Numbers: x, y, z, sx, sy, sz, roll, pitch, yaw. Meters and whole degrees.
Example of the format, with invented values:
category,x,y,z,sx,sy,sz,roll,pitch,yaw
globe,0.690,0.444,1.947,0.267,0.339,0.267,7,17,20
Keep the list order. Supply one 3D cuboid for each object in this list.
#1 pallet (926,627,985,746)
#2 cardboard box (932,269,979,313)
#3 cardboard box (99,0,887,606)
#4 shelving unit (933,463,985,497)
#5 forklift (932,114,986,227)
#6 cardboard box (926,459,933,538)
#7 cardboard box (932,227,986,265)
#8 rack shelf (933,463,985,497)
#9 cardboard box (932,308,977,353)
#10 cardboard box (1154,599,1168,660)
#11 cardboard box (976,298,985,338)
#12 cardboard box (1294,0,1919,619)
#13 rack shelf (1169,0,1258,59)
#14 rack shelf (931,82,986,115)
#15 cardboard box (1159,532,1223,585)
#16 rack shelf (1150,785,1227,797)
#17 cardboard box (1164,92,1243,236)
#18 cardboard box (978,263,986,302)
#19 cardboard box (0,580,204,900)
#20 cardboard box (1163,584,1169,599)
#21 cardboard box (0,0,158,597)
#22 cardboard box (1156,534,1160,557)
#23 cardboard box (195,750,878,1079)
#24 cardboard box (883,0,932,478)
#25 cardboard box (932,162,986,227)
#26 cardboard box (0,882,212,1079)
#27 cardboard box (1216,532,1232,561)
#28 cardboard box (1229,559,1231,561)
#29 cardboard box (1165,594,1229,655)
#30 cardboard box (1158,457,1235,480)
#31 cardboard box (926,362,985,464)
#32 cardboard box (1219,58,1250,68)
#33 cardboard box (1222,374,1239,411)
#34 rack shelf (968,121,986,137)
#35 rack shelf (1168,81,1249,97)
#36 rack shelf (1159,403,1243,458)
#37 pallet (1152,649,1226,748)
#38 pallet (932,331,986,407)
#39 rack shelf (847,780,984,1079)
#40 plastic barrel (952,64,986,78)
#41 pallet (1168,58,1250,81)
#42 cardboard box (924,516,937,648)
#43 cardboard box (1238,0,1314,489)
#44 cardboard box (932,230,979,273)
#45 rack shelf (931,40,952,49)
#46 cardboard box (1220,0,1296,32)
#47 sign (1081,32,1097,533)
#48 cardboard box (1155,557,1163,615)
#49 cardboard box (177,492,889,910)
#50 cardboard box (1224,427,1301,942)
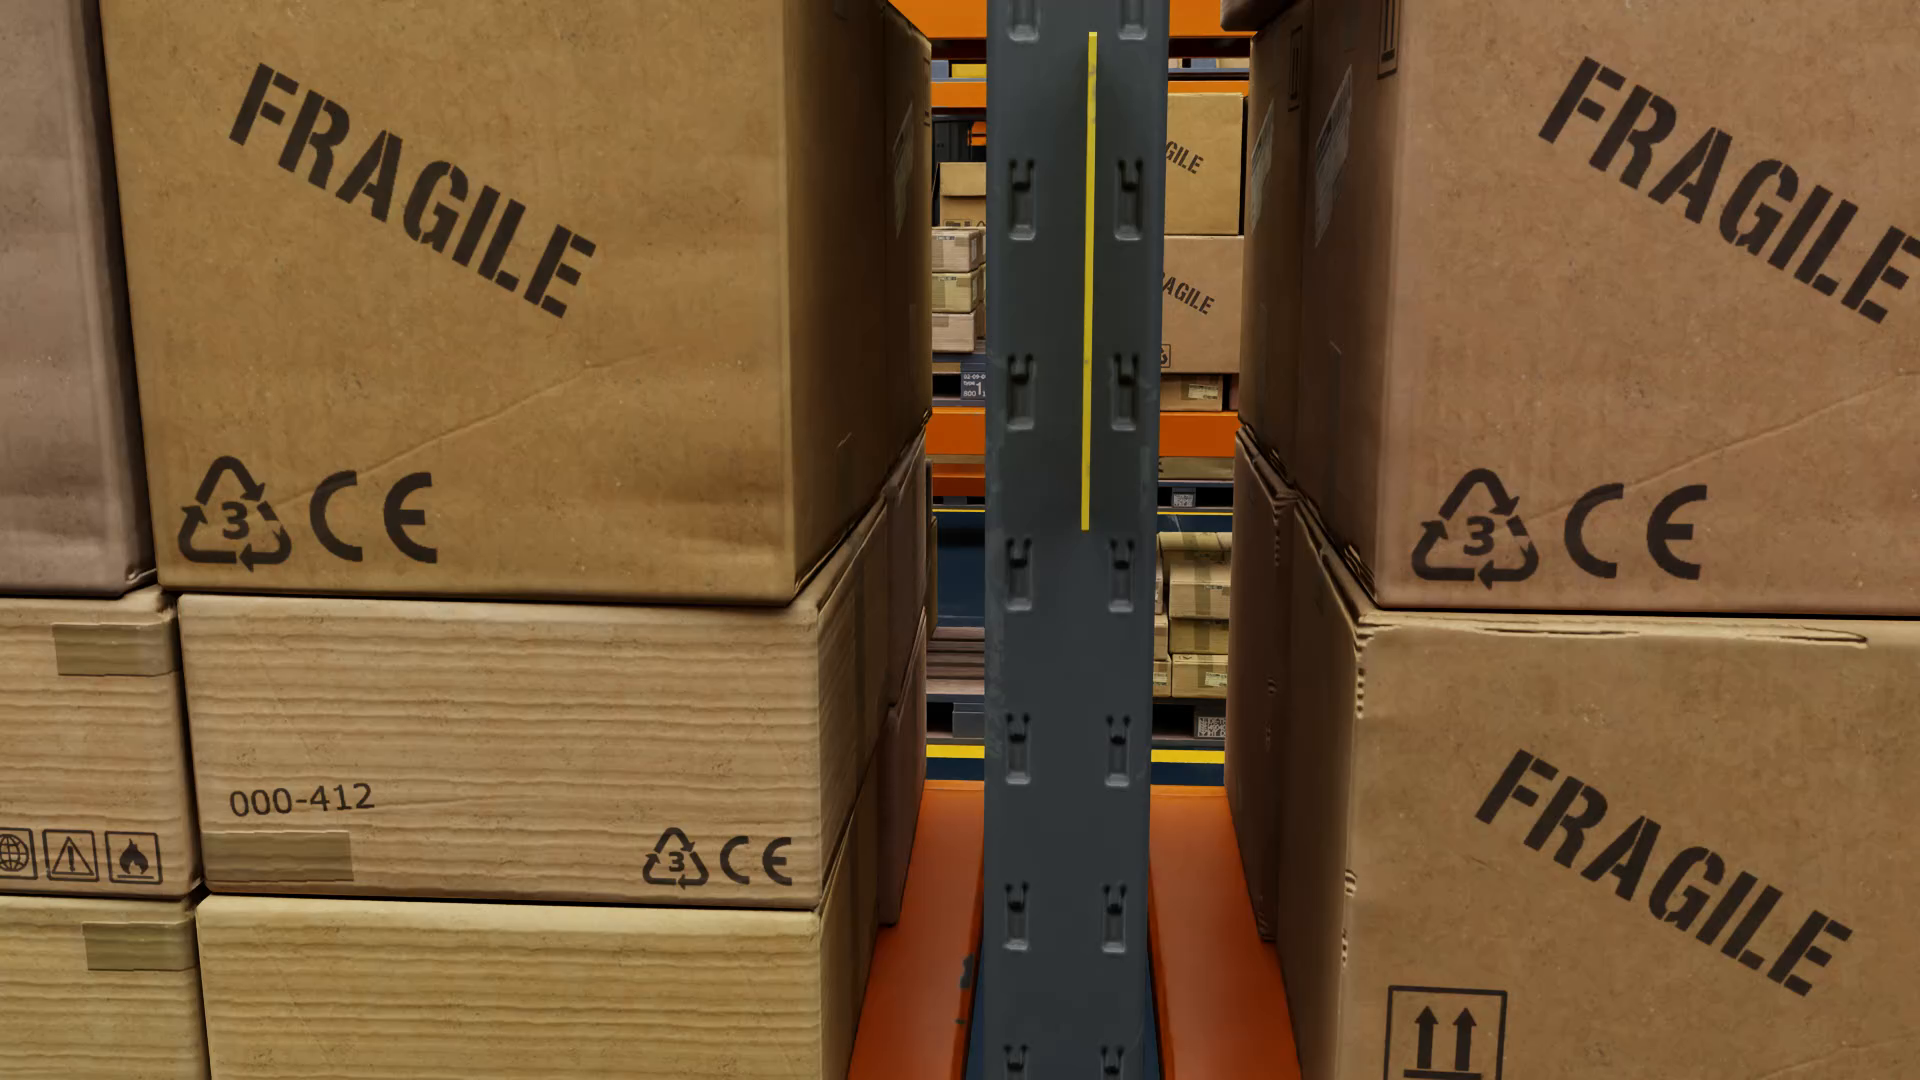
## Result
category,x,y,z,sx,sy,sz,roll,pitch,yaw
pallet,-0.433,0.585,6.954,1.213,0.211,1.003,1,12,4
cardboard box,-0.066,-0.963,6.405,0.250,0.149,0.380,1,12,5
cardboard box,-0.348,-0.250,1.450,0.500,0.500,0.500,1,12,6
shelving unit,0.007,-0.550,10.152,1.048,1.125,0.538,1,12,4
forklift,-0.149,-2.363,14.407,1.130,2.935,3.031,-10,15,-40
cardboard box,-0.375,-0.182,7.062,0.500,0.250,0.500,0,12,1
cardboard box,-0.018,-1.242,7.016,0.250,0.149,0.380,1,12,7
rack shelf,0.007,-0.311,10.203,1.000,0.278,0.538,1,12,4
cardboard box,-0.065,-0.817,6.435,0.250,0.149,0.380,1,12,2
cardboard box,0.685,0.345,6.502,0.250,0.149,0.380,1,12,6
cardboard box,-0.018,-0.951,7.077,0.250,0.149,0.380,0,12,1
cardboard box,0.573,-0.239,1.398,0.500,0.500,0.500,1,12,4
rack shelf,2.340,-1.858,6.255,4.000,0.370,1.077,1,12,4
rack shelf,-1.219,-2.925,11.354,4.000,0.370,1.077,1,12,4
cardboard box,0.974,0.077,7.060,0.250,0.149,0.380,1,12,4
rack shelf,2.110,0.623,1.721,4.000,0.370,1.077,1,12,4
cardboard box,0.778,-1.397,6.209,0.500,0.500,0.500,1,12,5
cardboard box,-0.018,-1.097,7.047,0.250,0.149,0.380,1,12,5
cardboard box,-0.841,0.110,1.560,0.500,0.250,0.500,1,12,5
cardboard box,0.951,0.216,7.122,0.250,0.149,0.380,0,12,1
cardboard box,-0.865,-0.255,1.477,0.500,0.500,0.500,1,12,5
cardboard box,0.717,0.081,7.038,0.250,0.149,0.380,1,12,5
cardboard box,-0.350,0.362,1.577,0.500,0.250,0.500,1,12,2
cardboard box,-0.305,-0.360,1.975,0.500,0.500,0.500,1,12,4
cardboard box,0.139,-2.328,11.378,0.637,0.503,0.797,0,12,2
cardboard box,-0.858,0.355,1.611,0.500,0.250,0.500,1,12,3
cardboard box,1.223,0.078,7.051,0.250,0.149,0.380,1,12,3
cardboard box,1.201,0.186,6.538,0.250,0.149,0.380,1,12,3
cardboard box,0.943,0.330,6.573,0.250,0.149,0.380,1,12,4
cardboard box,1.430,-0.921,11.510,0.875,0.875,0.875,1,12,4
cardboard box,0.137,-0.951,11.654,0.875,0.875,1.225,1,12,4
cardboard box,3.428,-5.795,20.635,0.500,0.500,0.700,1,12,4
cardboard box,1.137,-0.594,6.397,0.250,0.149,0.380,0,12,1
rack shelf,-0.888,-3.936,16.191,4.000,0.370,1.077,1,12,4
rack shelf,2.772,-2.870,11.093,4.000,0.370,1.077,1,12,4
rack shelf,2.506,-1.610,8.795,4.006,1.845,5.958,1,12,4
pallet,1.017,0.598,6.896,1.213,0.211,1.003,1,12,4
pallet,-0.409,-0.716,6.831,1.213,0.211,1.003,1,12,4
rack shelf,-1.881,0.568,1.983,4.000,0.370,1.077,1,12,4
plastic barrel,0.183,-4.530,15.786,0.600,0.588,0.600,0,12,0
pallet,1.592,-3.193,11.095,1.213,0.211,1.003,1,12,4
cardboard box,-0.375,0.184,7.140,0.500,0.500,0.500,1,12,6
cardboard box,0.604,-0.345,1.905,0.500,0.500,0.500,1,12,3
cardboard box,-0.069,-1.109,6.377,0.250,0.149,0.380,1,12,6
rack shelf,-1.651,-2.008,6.497,3.809,0.124,0.919,1,12,4
cardboard box,0.443,-0.673,1.890,0.250,0.149,0.380,1,12,3
sign,0.088,-0.174,1.137,0.005,0.325,0.100,1,12,4
cardboard box,0.674,0.176,6.583,0.250,0.149,0.380,1,12,6
cardboard box,-0.342,0.116,1.534,0.500,0.250,0.500,1,12,4
cardboard box,0.594,0.149,1.988,0.500,0.500,0.500,1,12,4
